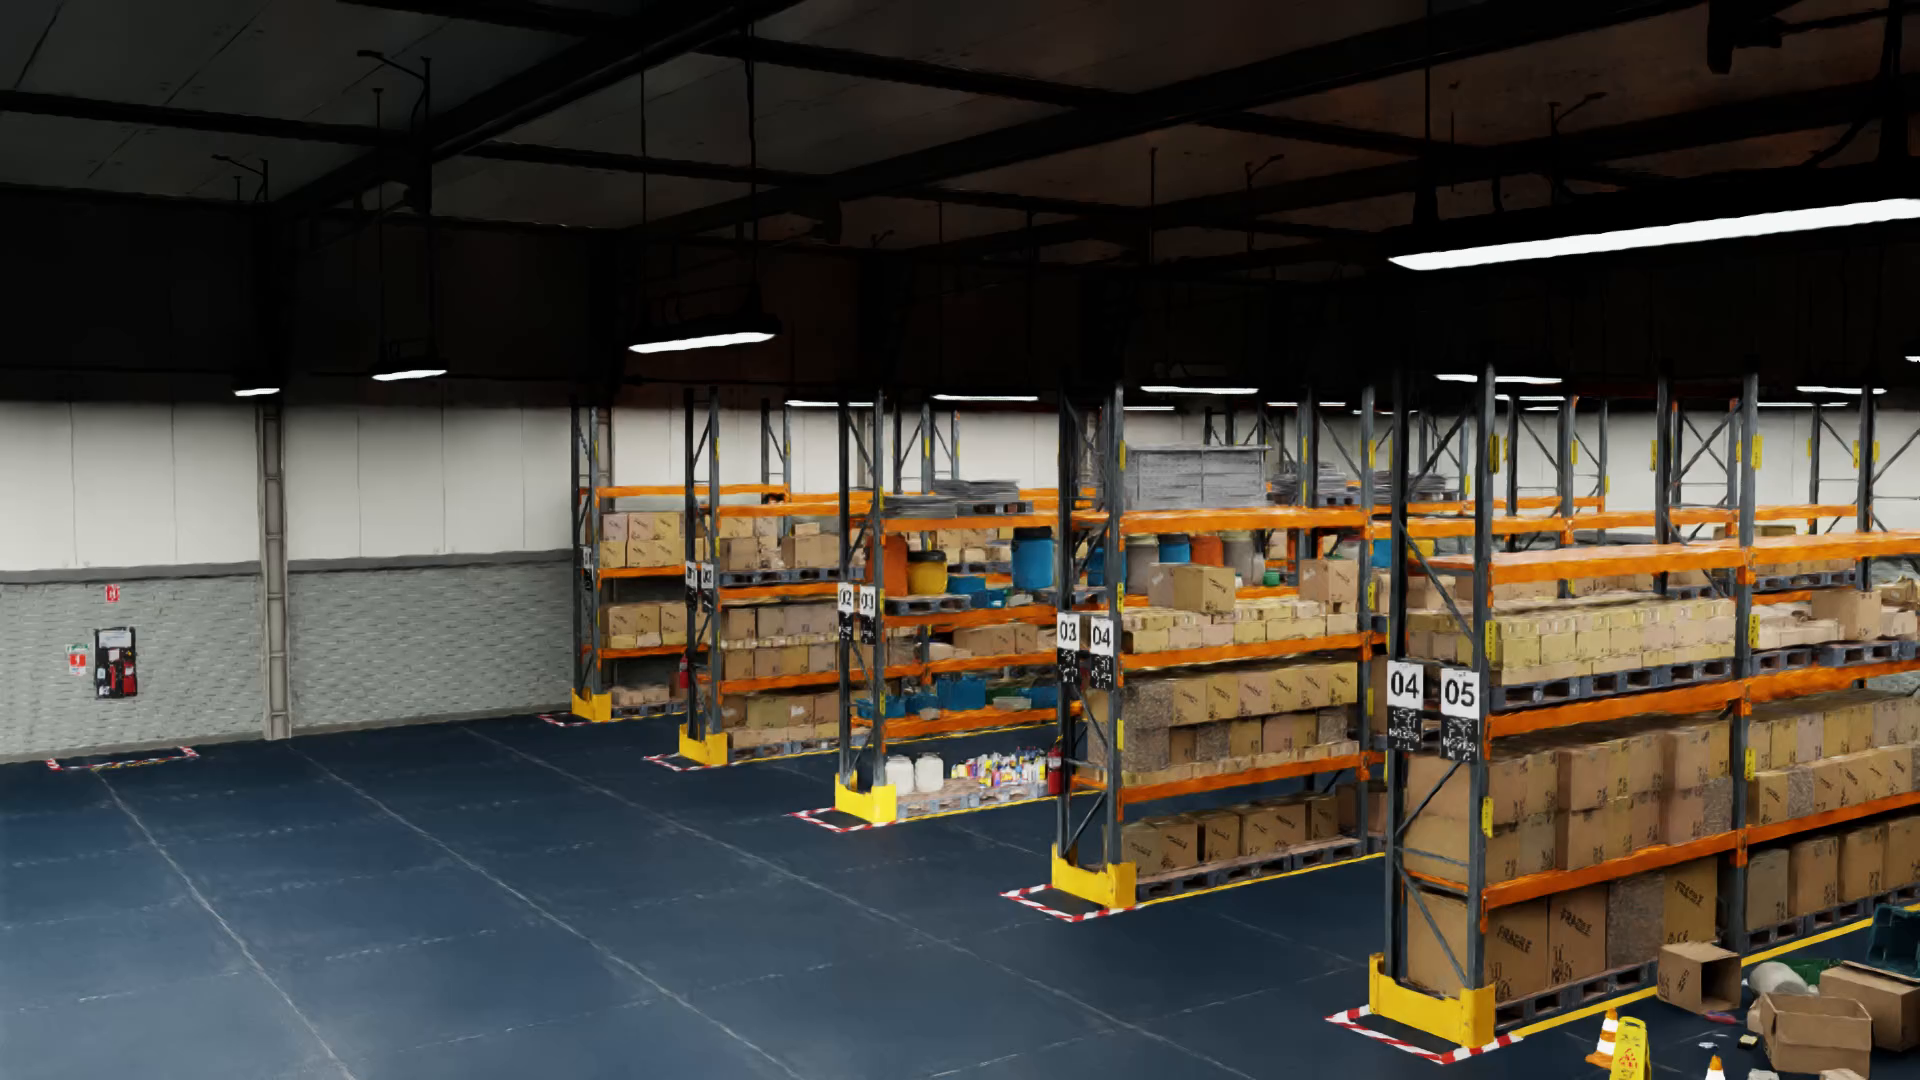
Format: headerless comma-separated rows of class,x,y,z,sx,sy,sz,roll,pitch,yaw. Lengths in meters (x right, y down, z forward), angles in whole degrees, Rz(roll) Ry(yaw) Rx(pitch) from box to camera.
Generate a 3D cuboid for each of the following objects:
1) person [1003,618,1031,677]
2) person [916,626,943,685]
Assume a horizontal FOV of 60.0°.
person,1.143,2.320,33.672,0.998,1.625,0.463,-2,4,-35
person,-0.576,2.446,31.349,0.497,1.650,0.467,0,3,-3
